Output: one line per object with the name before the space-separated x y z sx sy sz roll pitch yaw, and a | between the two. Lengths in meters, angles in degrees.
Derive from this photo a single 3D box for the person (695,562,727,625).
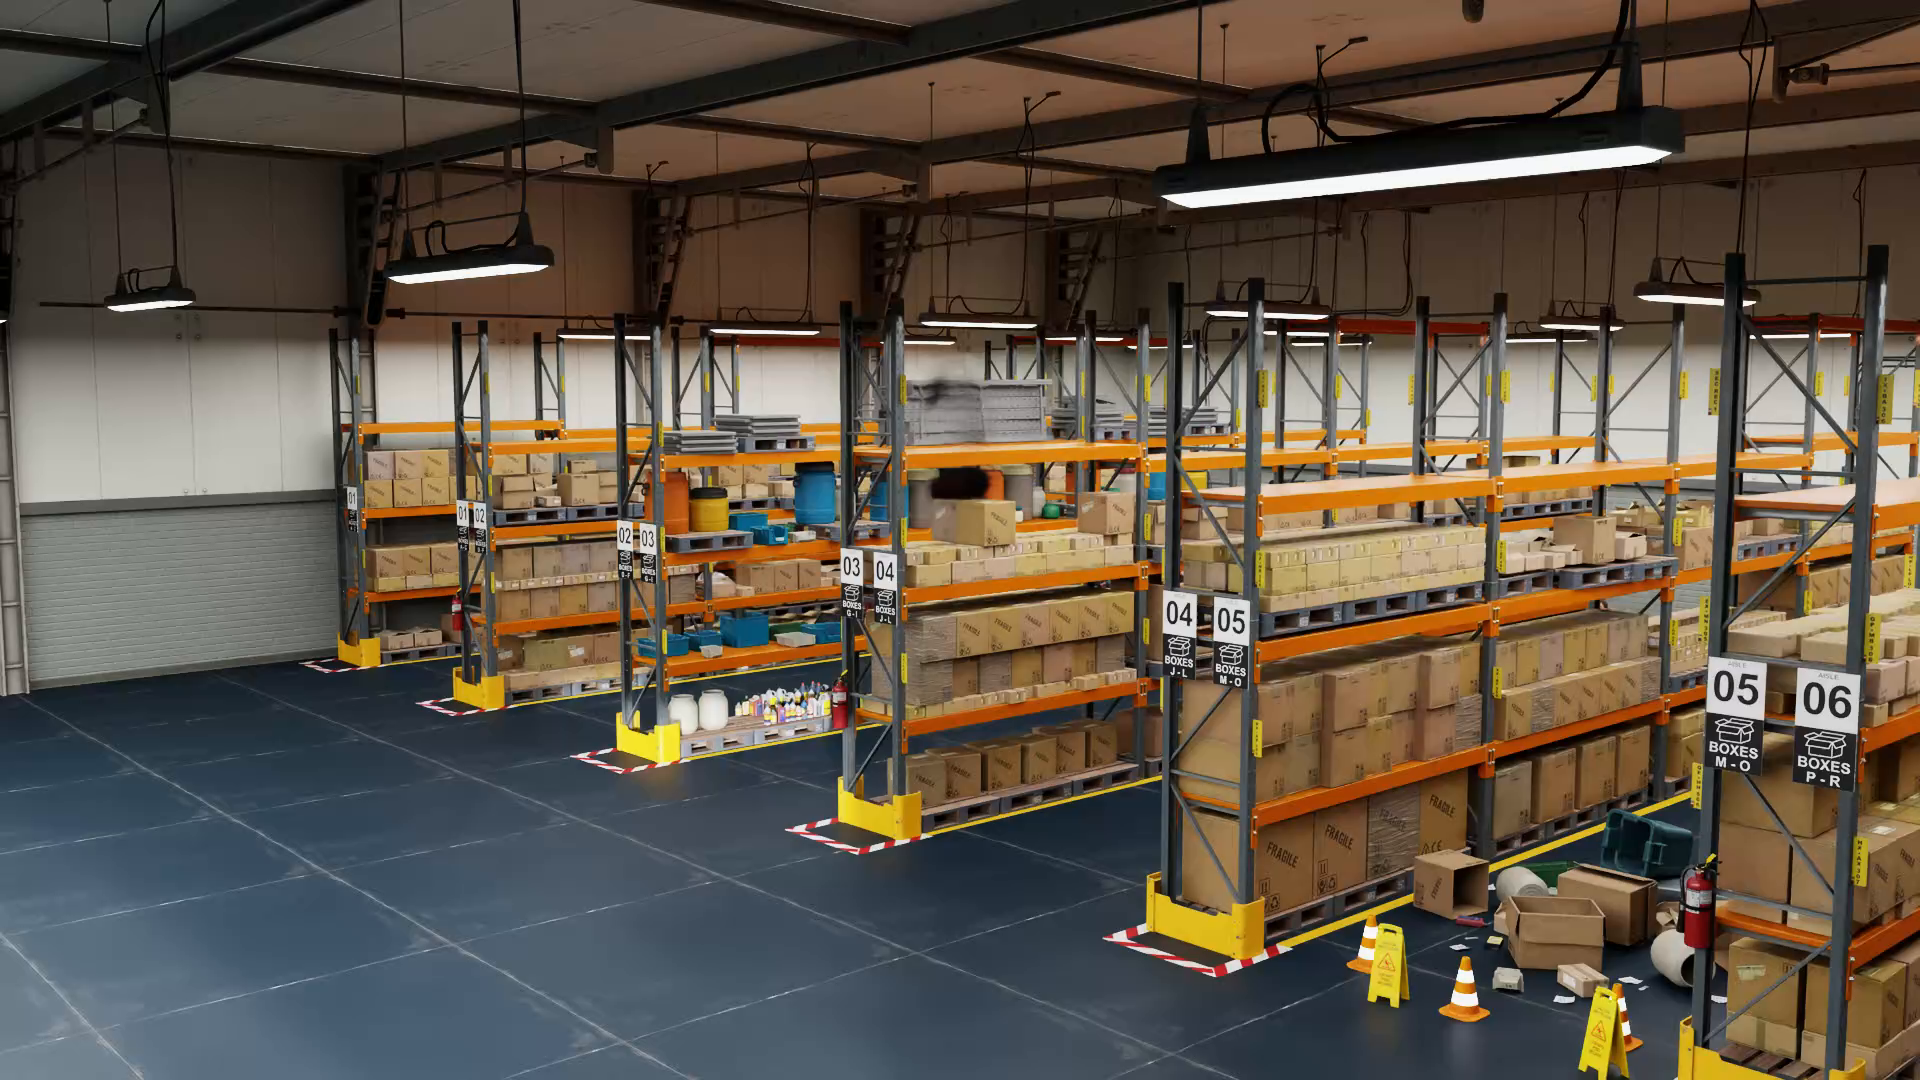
person | -4.672 1.213 30.864 0.688 1.788 0.912 5 7 38

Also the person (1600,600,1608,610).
person | 10.300 1.745 26.577 0.695 1.610 0.553 -5 8 -43
